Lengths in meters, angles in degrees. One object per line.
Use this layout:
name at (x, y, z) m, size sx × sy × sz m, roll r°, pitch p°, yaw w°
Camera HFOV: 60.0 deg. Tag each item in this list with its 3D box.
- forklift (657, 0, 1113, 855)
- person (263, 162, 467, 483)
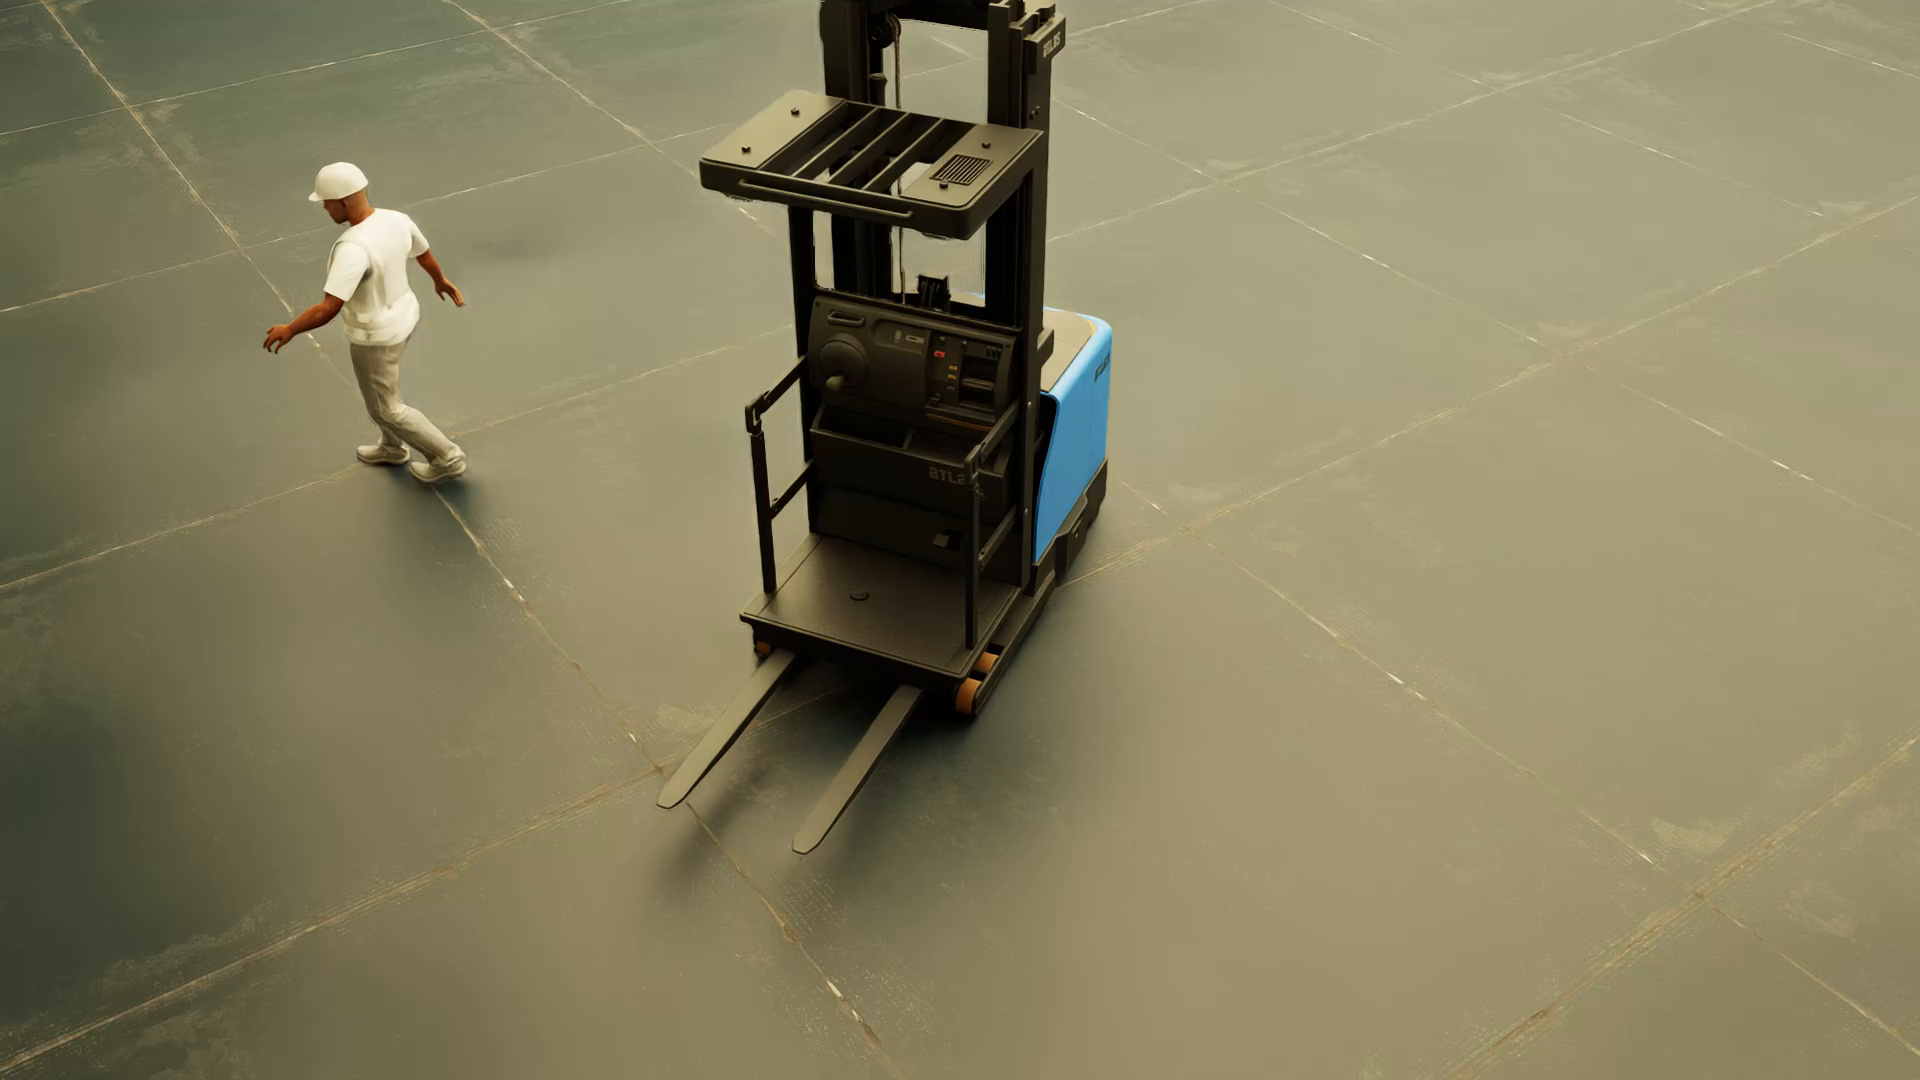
forklift at (-0.298, -0.693, 6.882) m, size 1.130 × 2.935 × 3.031 m, roll 14°, pitch 39°, yaw 19°
person at (-2.950, -1.091, 8.424) m, size 0.739 × 1.745 × 0.982 m, roll 5°, pitch 37°, yaw 6°
